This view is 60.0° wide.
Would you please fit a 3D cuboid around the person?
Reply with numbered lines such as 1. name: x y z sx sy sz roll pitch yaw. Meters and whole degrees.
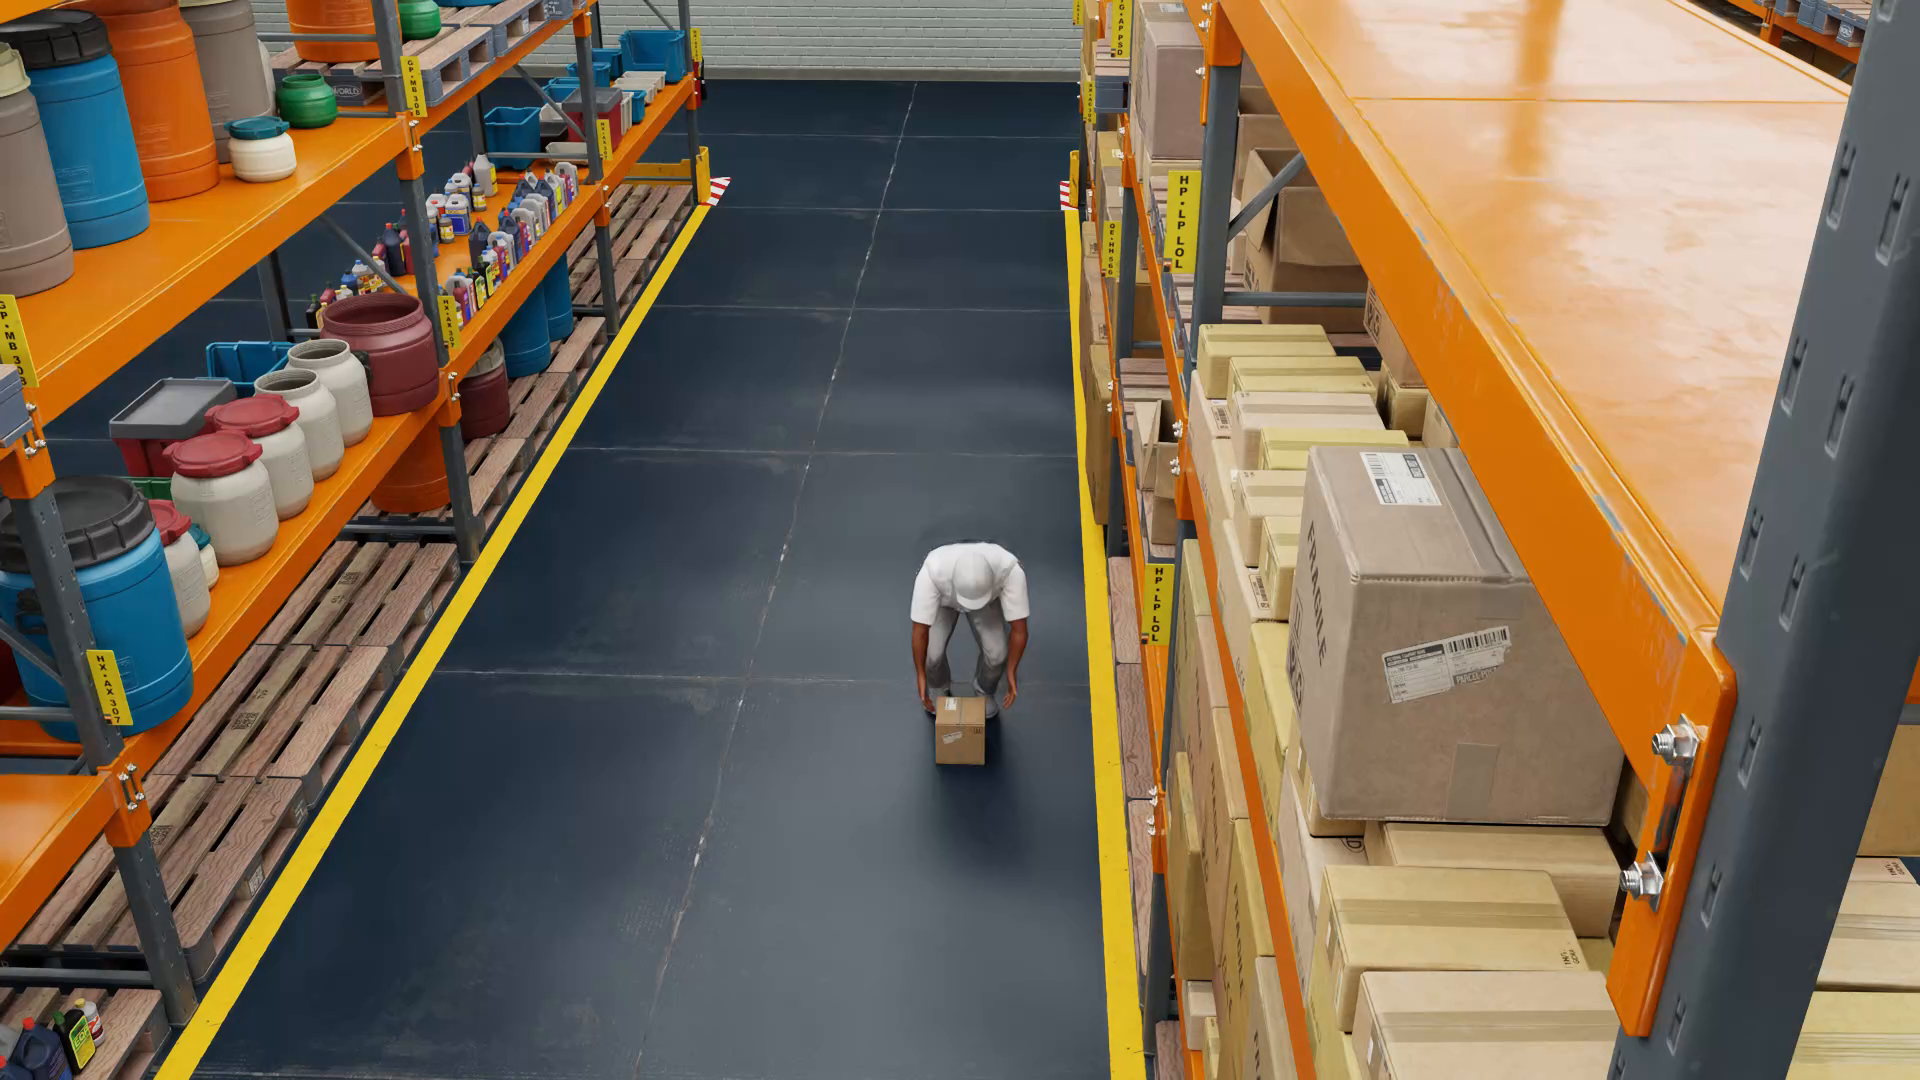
1. person: 0.058 0.424 8.700 0.611 1.140 0.862 1 28 2
